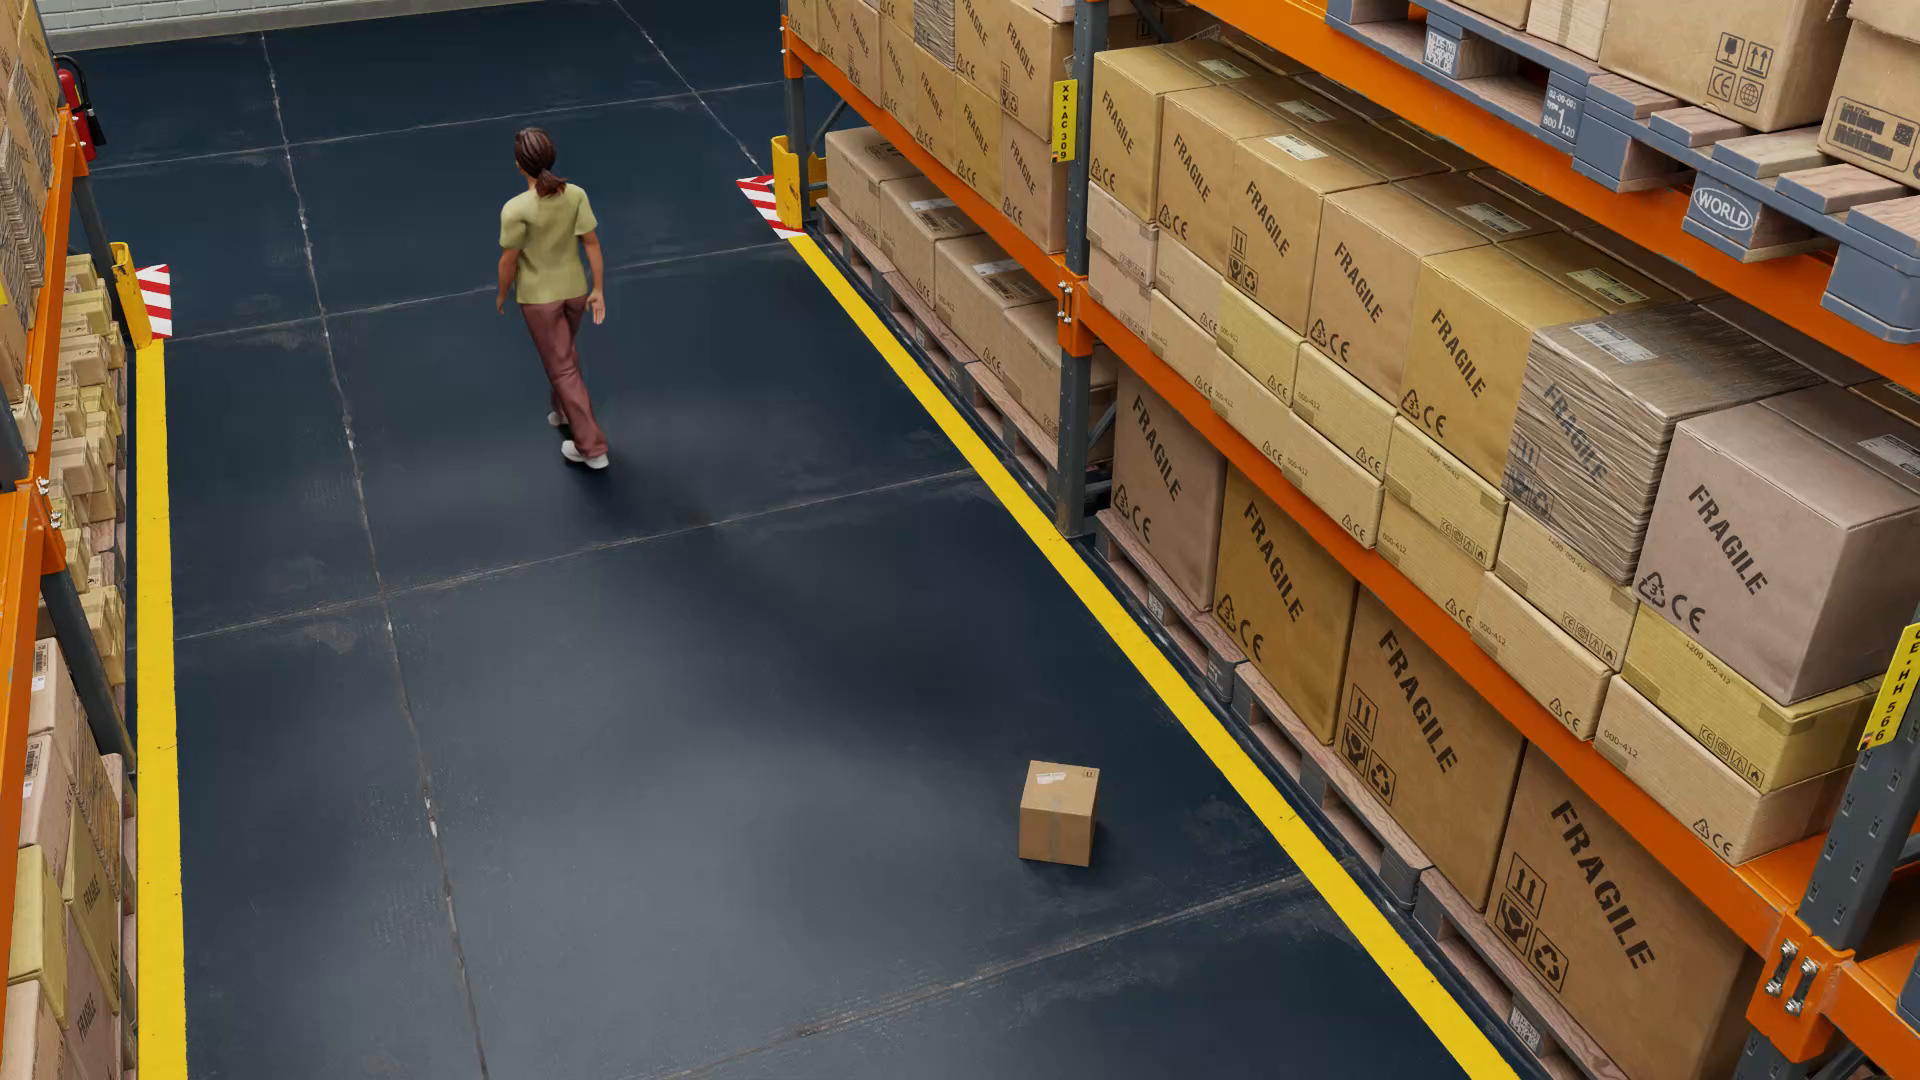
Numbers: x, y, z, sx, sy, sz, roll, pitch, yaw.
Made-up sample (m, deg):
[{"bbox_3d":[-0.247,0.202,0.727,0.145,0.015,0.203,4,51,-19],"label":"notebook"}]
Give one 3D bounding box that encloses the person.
[{"bbox_3d":[-1.968,-1.148,7.880,0.454,1.703,0.714,-28,43,-35],"label":"person"}]
